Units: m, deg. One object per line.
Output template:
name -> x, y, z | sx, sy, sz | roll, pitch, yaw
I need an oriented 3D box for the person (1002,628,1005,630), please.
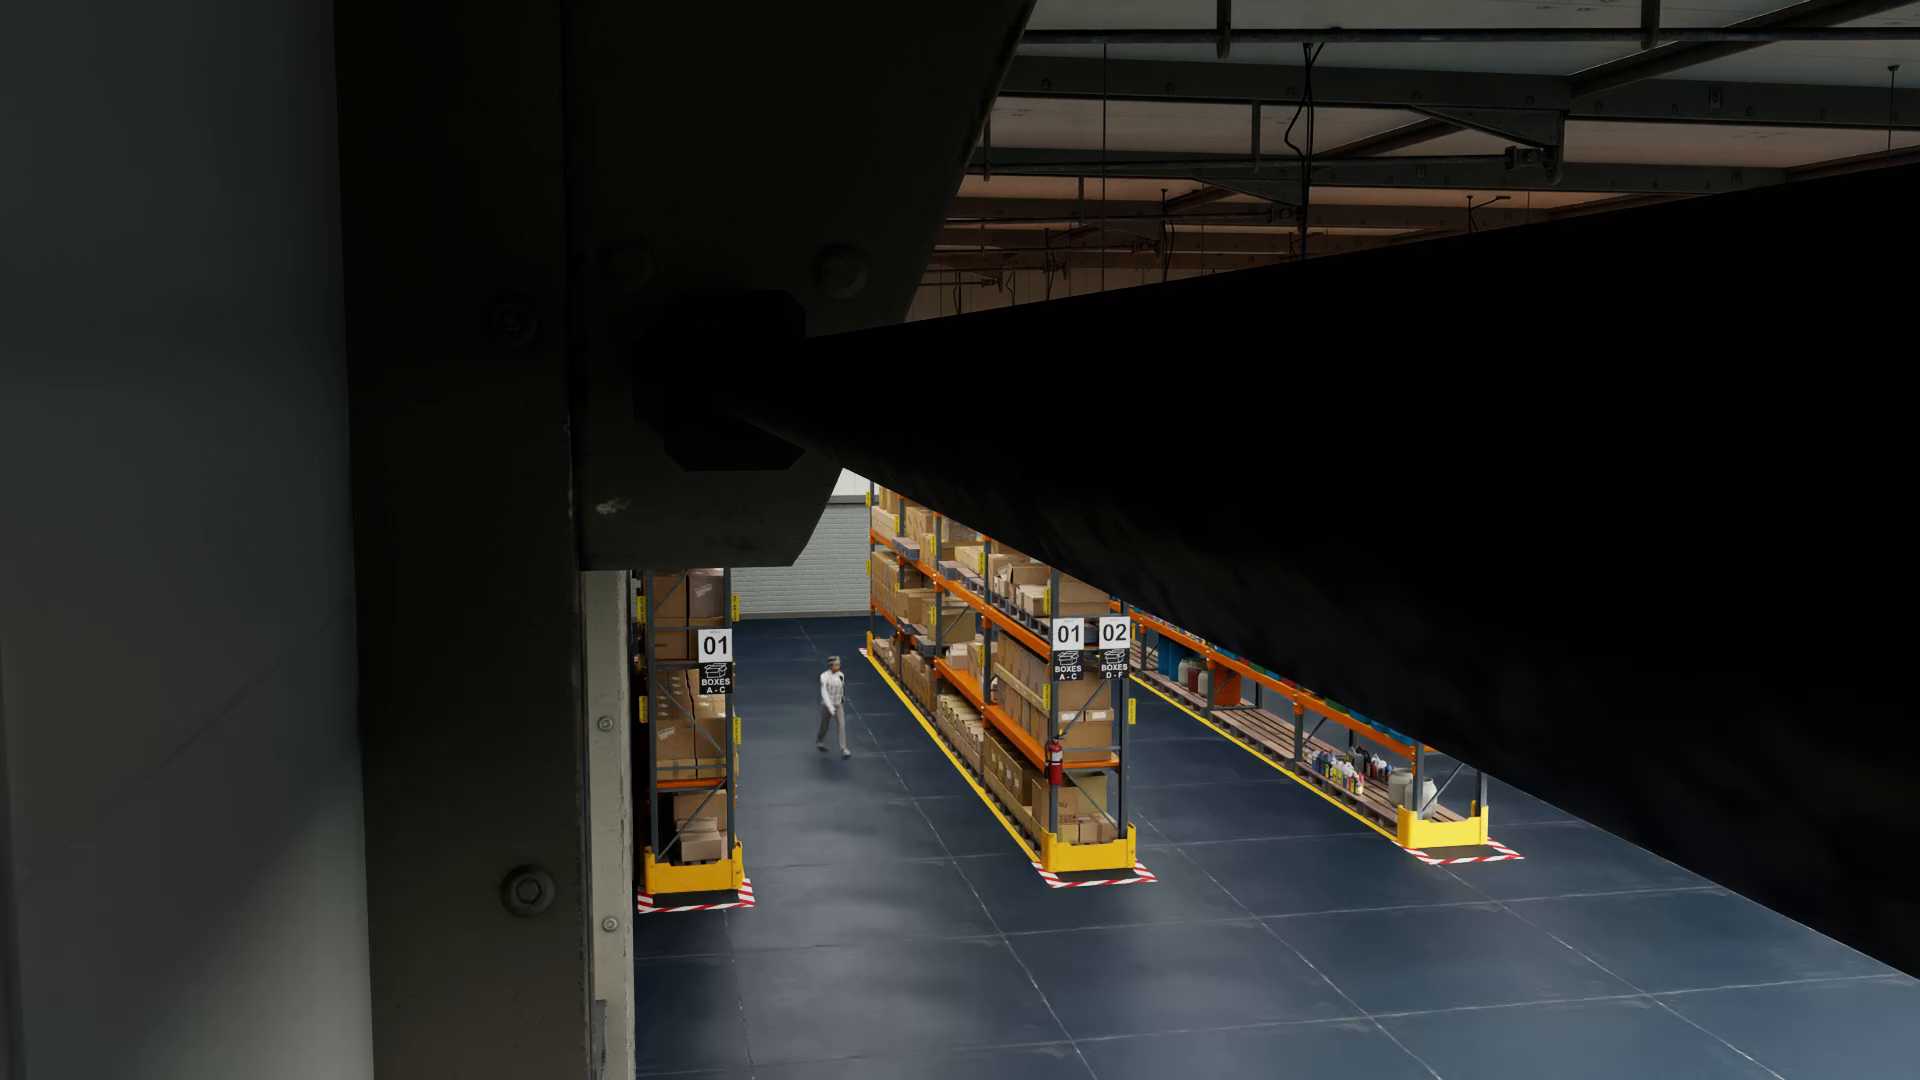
person -> 1.440, 1.393, 39.522 | 0.920, 1.614, 0.465 | 1, 6, 14

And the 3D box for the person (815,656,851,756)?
person -> -2.053, 2.686, 27.178 | 0.475, 1.589, 1.050 | -3, 7, -28
